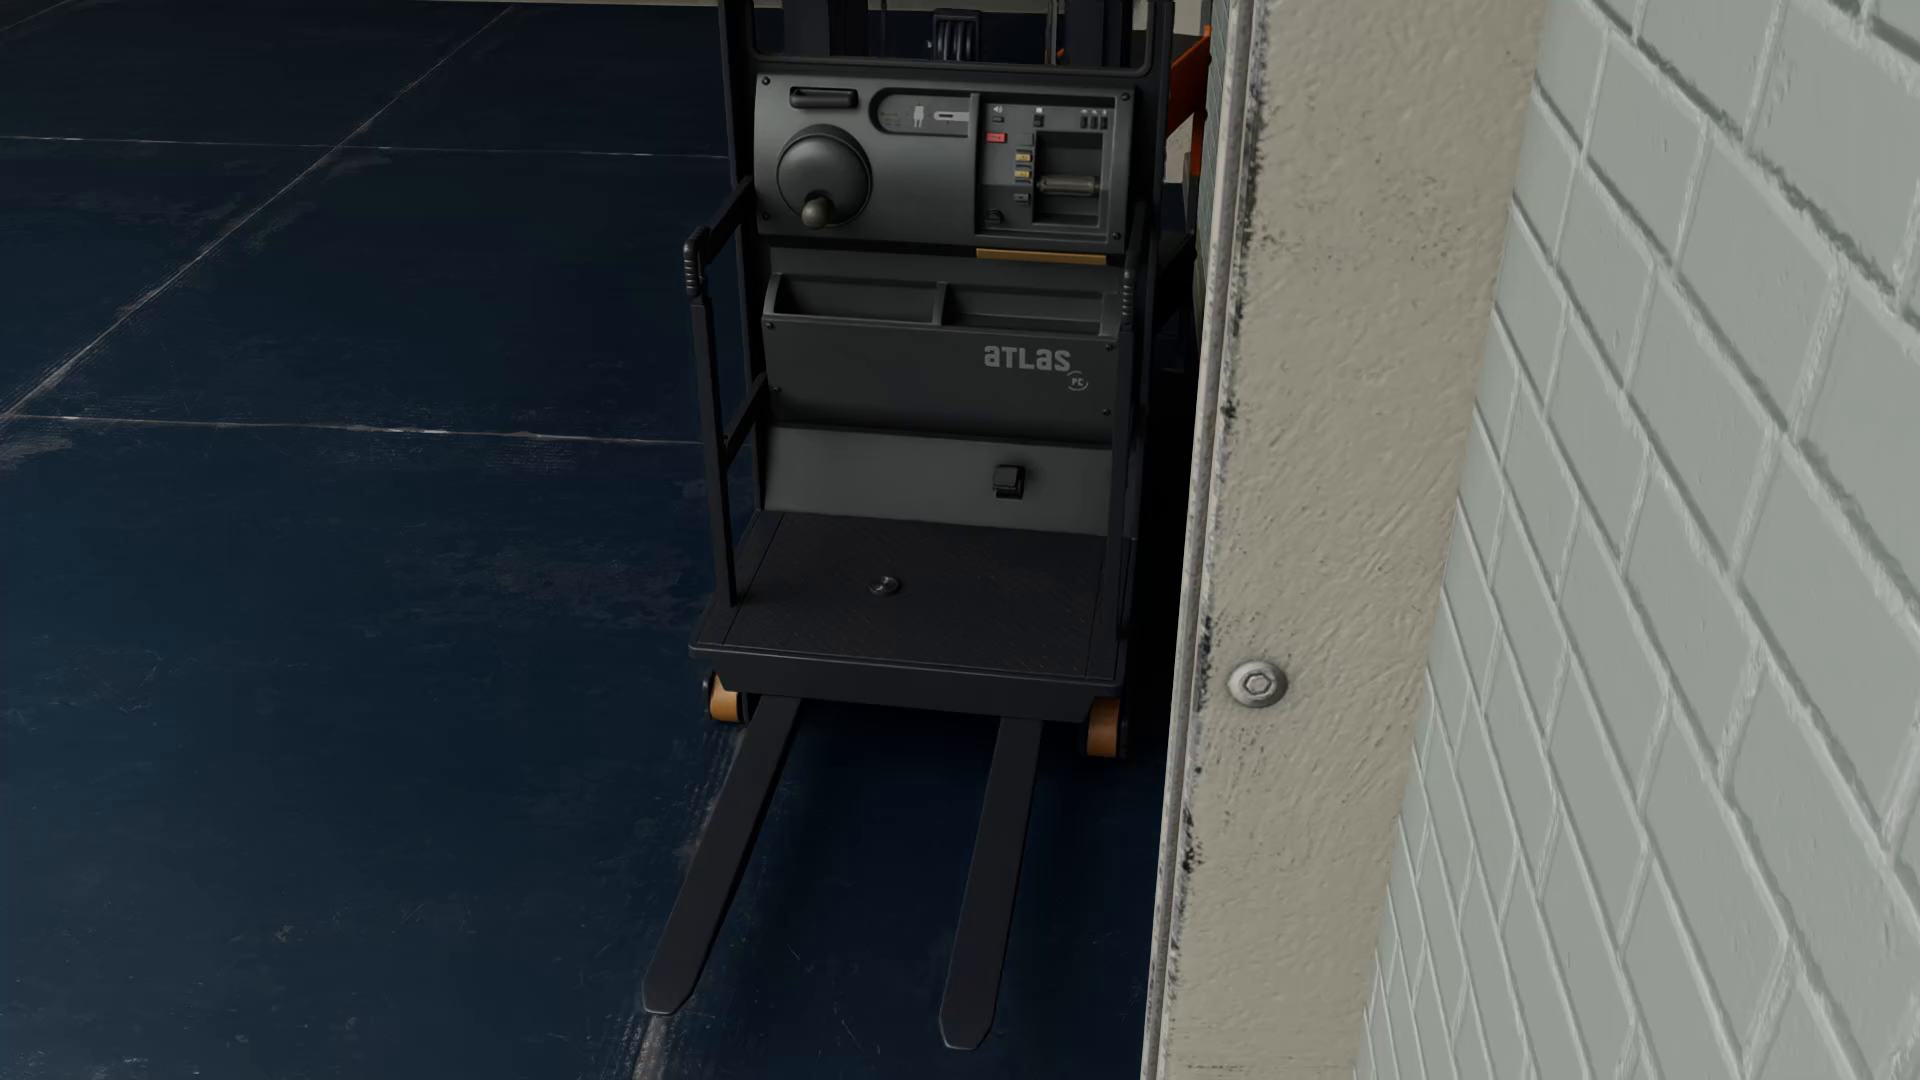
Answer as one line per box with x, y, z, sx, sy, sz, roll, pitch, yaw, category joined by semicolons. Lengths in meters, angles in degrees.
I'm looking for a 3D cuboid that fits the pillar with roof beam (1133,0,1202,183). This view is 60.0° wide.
-3.314;-5.853;6.170;9.100;9.000;0.400;2;32;4;pillar with roof beam

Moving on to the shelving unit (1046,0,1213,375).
0.561;-1.443;5.585;0.431;2.100;0.503;12;34;20;shelving unit

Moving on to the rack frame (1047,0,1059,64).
0.465;-1.326;5.394;0.400;2.100;0.015;12;34;20;rack frame

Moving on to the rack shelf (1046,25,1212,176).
0.561;-1.431;5.592;0.431;0.518;0.480;12;34;20;rack shelf

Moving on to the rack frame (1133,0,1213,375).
0.658;-1.559;5.776;0.400;2.100;0.015;12;34;20;rack frame

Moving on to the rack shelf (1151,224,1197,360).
0.564;-0.833;5.956;0.431;0.518;0.480;12;34;20;rack shelf

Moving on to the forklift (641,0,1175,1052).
-0.075;-0.880;3.885;1.130;2.935;3.031;5;32;7;forklift
